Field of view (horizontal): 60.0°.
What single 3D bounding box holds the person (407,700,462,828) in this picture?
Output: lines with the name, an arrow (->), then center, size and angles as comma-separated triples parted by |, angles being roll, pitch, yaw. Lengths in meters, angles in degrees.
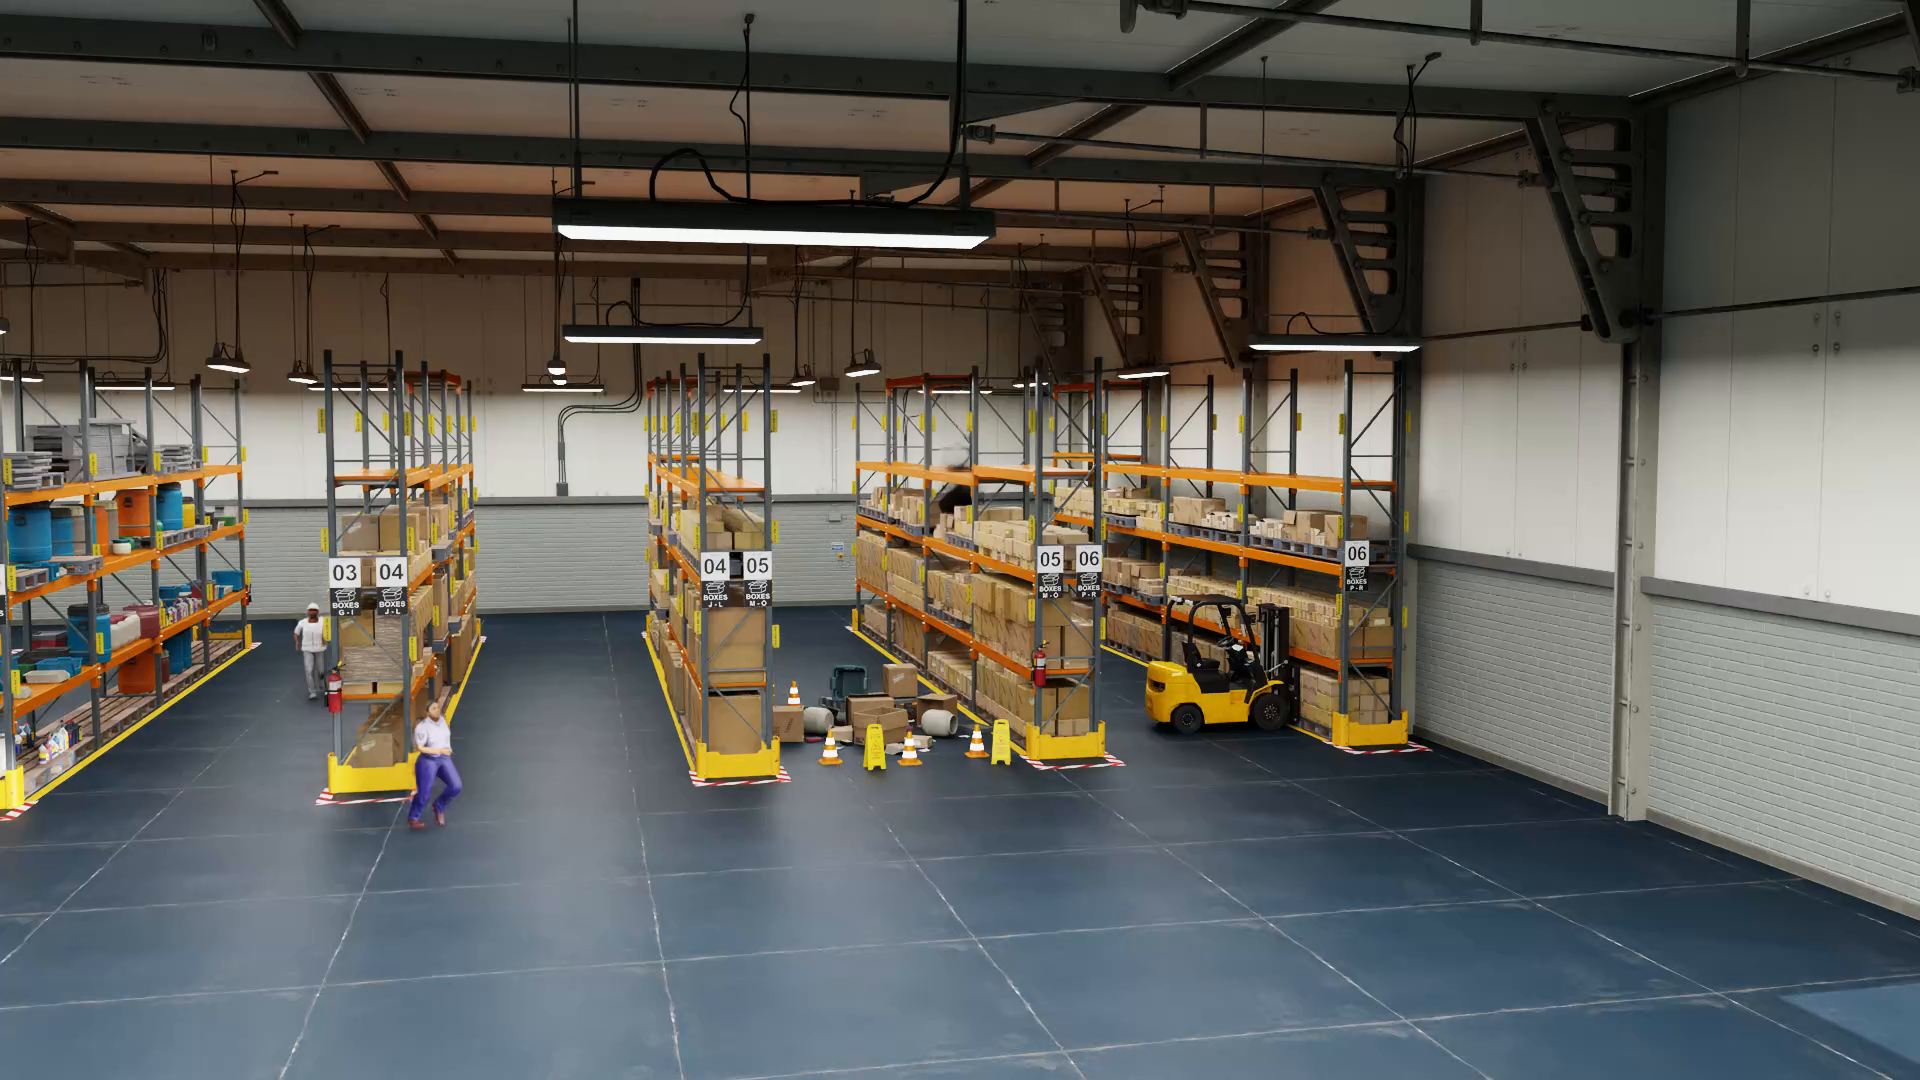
person -> -6.458, 2.756, 20.484 | 0.799, 1.598, 0.619 | 3, 5, 35

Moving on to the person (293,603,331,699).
person -> -11.862, 2.017, 30.519 | 0.707, 1.723, 0.748 | -1, 4, -17
